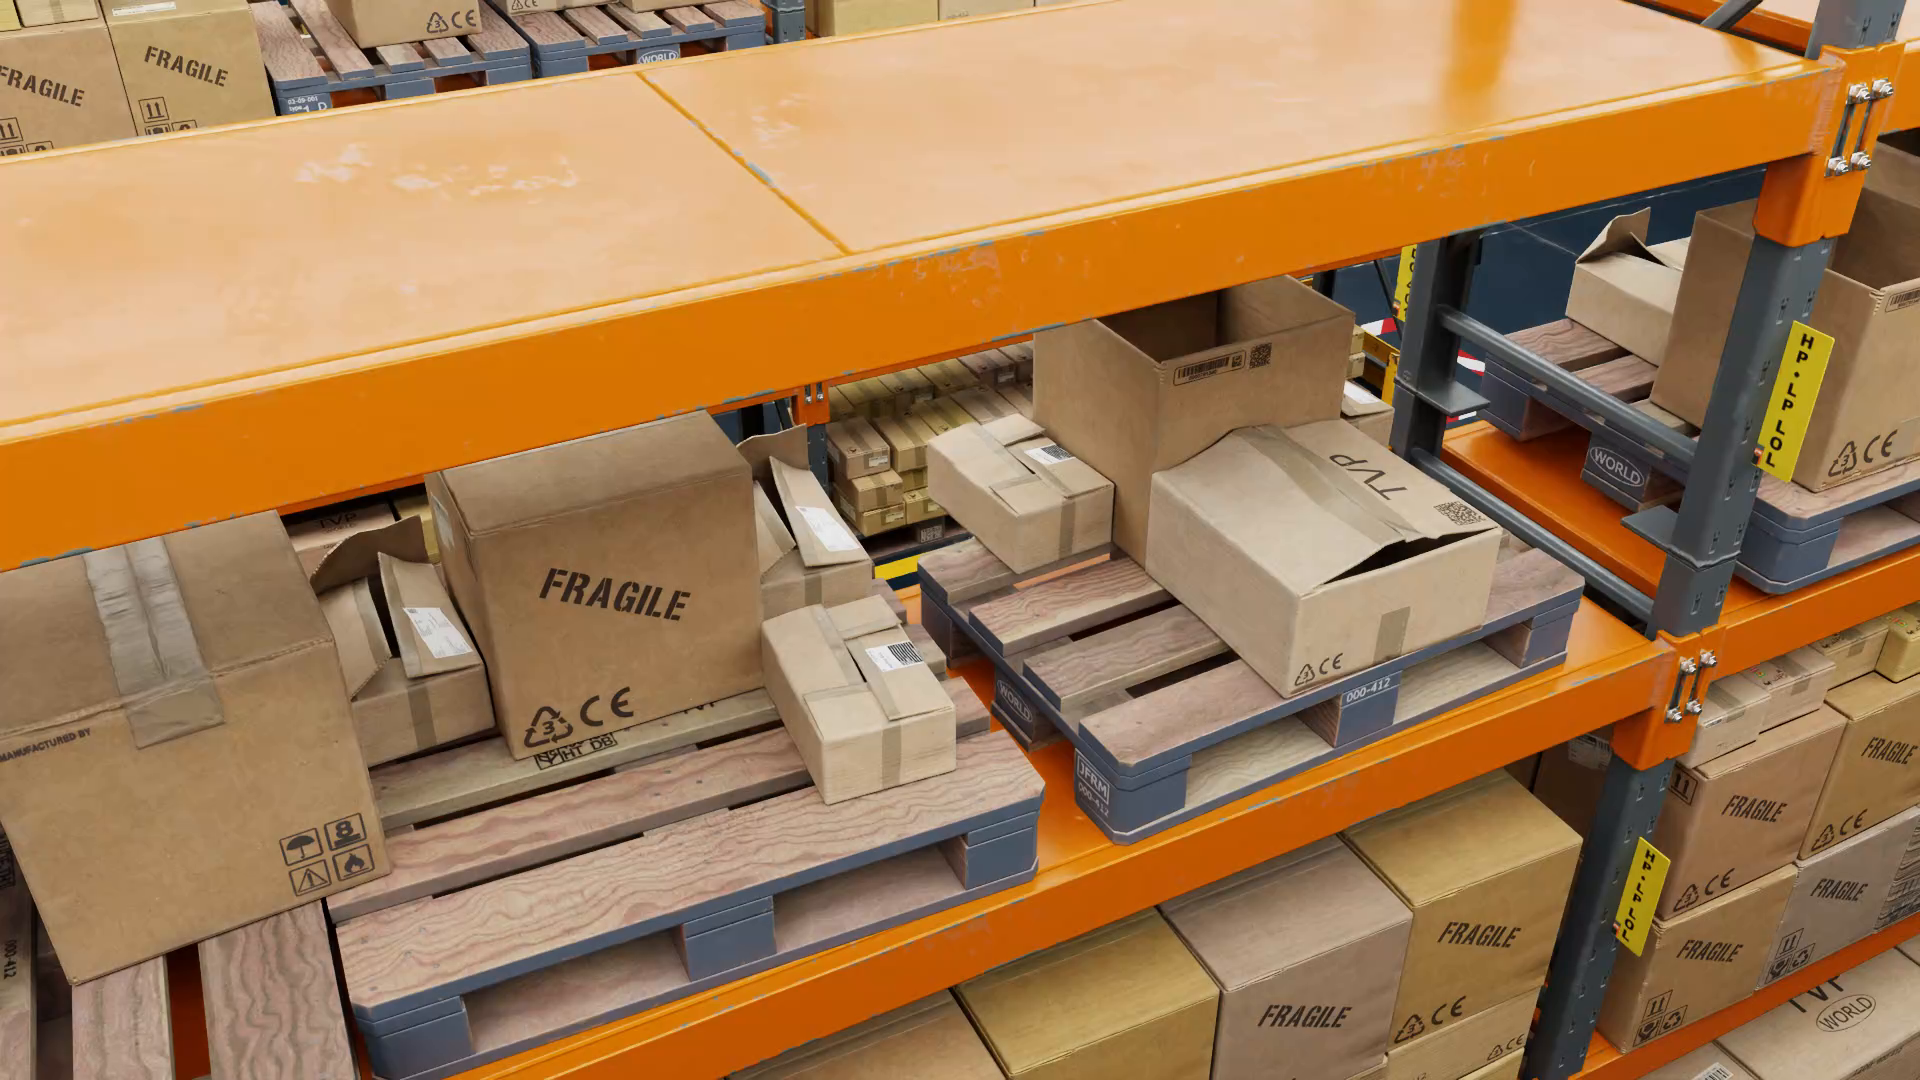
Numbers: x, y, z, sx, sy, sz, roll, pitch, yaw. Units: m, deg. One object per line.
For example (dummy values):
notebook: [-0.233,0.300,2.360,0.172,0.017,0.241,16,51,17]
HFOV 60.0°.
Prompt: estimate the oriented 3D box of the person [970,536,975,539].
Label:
person: [0.317,0.205,8.225,1.000,0.877,0.541,-26,41,-34]
